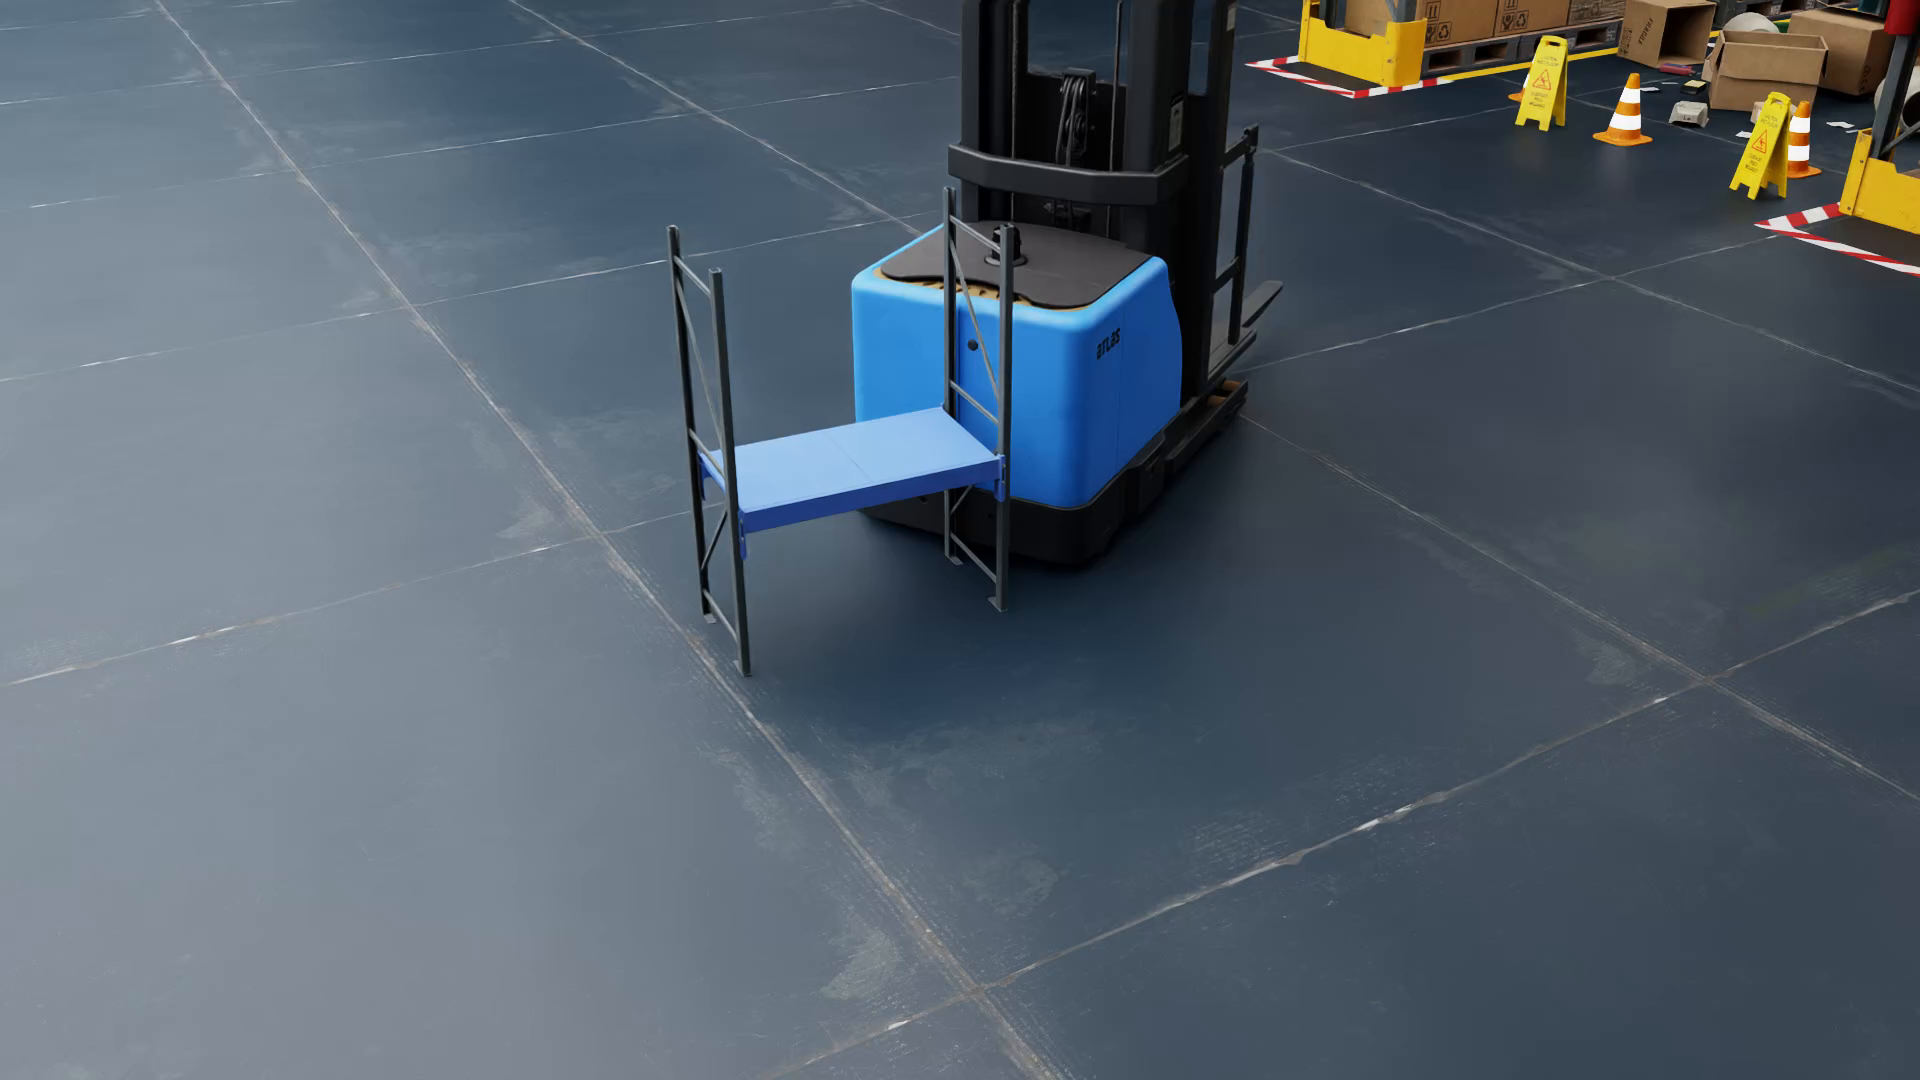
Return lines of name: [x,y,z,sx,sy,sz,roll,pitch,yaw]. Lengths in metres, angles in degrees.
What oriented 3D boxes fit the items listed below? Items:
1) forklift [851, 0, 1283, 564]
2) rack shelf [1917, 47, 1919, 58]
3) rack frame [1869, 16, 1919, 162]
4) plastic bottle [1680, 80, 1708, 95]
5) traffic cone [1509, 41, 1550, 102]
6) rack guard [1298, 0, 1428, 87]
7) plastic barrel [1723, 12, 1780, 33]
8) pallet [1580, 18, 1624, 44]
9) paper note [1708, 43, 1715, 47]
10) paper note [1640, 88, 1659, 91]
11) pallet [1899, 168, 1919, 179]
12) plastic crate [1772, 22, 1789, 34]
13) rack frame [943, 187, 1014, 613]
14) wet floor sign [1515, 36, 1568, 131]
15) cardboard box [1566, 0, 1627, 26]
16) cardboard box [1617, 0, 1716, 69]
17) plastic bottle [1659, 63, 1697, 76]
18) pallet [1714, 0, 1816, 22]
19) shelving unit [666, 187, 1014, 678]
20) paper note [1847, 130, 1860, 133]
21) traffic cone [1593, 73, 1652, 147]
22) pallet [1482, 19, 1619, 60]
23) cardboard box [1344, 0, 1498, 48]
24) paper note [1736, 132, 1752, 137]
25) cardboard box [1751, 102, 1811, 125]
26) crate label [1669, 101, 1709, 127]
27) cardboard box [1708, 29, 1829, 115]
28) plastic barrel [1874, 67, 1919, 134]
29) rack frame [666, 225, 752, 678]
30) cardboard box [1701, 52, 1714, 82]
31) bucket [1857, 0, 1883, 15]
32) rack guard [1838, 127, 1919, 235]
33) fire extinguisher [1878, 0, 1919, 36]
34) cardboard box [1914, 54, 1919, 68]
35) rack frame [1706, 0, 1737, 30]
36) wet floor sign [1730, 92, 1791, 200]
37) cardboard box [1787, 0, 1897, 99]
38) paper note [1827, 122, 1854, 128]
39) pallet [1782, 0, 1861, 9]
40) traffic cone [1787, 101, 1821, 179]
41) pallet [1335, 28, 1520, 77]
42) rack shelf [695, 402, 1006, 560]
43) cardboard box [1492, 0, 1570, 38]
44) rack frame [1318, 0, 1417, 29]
forklift: [0.697,-1.873,7.111,1.130,2.935,3.031,14,32,24]
rack shelf: [7.638,-3.356,10.471,4.000,0.370,1.077,-16,33,-26]
rack frame: [5.913,-3.181,9.410,0.127,3.000,1.000,-16,33,-26]
plastic bottle: [5.843,-3.606,13.220,0.133,0.061,0.283,22,36,34]
traffic cone: [4.496,-3.646,12.878,0.334,0.463,0.336,-16,33,-26]
rack guard: [3.298,-4.118,13.695,0.348,0.500,1.175,-16,33,-26]
plastic barrel: [6.566,-4.153,13.837,0.421,0.421,0.512,5,29,8]
pallet: [6.072,-4.823,15.272,1.213,0.211,1.003,-16,33,-26]
paper note: [6.646,-4.356,14.612,0.147,0.020,0.142,10,30,17]
paper note: [5.495,-3.584,13.215,0.142,0.017,0.144,-5,29,-9]
pallet: [6.697,-2.163,10.451,1.213,0.211,1.003,-16,33,-26]
plastic crate: [7.281,-4.404,14.476,0.662,0.188,0.450,0,19,0]
rack frame: [0.060,-0.492,6.090,0.032,1.500,0.500,-13,31,-22]
wet floor sign: [4.297,-3.356,12.163,0.232,0.644,0.267,-22,36,-35]
cardboard box: [5.414,-5.104,14.659,0.875,0.875,0.875,-16,33,-26]
cardboard box: [5.949,-4.297,14.016,0.500,0.500,0.500,-10,30,-18]
plastic bottle: [5.936,-3.878,13.713,0.283,0.061,0.133,22,36,34]
pallet: [7.394,-5.197,15.949,1.213,0.211,1.003,-16,33,-26]
shelving unit: [-0.399,-0.387,5.899,1.048,1.500,0.538,-13,31,-22]
paper note: [6.528,-2.988,12.155,0.123,0.001,0.032,-16,33,-26]
traffic cone: [4.775,-3.092,11.875,0.334,0.463,0.336,-16,33,-26]
pallet: [5.019,-4.523,14.727,1.213,0.211,1.003,-16,33,-26]
cardboard box: [3.870,-4.666,13.864,0.875,0.875,0.875,-16,33,-26]
paper note: [5.720,-2.942,12.049,0.148,0.019,0.142,22,36,34]
cardboard box: [6.019,-3.095,12.205,0.250,0.149,0.380,0,29,0]
crate label: [5.421,-3.168,12.349,0.250,0.136,0.298,15,32,26]
cardboard box: [6.145,-3.573,12.703,0.797,0.503,0.637,10,30,17]
plastic barrel: [6.927,-3.190,12.092,0.421,0.421,0.512,5,29,8]
rack frame: [-0.858,-0.281,5.708,0.032,1.500,0.500,-13,31,-22]
cardboard box: [6.218,-3.813,13.384,0.258,0.266,0.396,-10,30,-18]
bucket: [7.818,-4.436,13.499,0.620,0.611,0.726,4,28,-14]
rack guard: [5.979,-2.106,10.048,0.348,0.500,1.175,-16,33,-26]
fire extinguisher: [5.581,-3.311,9.726,0.183,0.674,0.296,-16,33,-26]
cardboard box: [7.572,-3.658,13.104,0.258,0.266,0.396,10,30,17]
rack frame: [6.767,-6.198,14.876,0.127,3.000,1.000,-16,33,-26]
wet floor sign: [5.207,-2.550,10.702,0.232,0.644,0.267,-5,29,-9]
cardboard box: [6.947,-3.865,13.092,0.503,0.637,0.797,-16,33,-26]
paper note: [6.528,-3.082,12.316,0.142,0.019,0.148,-5,29,-9]
pallet: [8.447,-5.498,16.494,1.213,0.211,1.003,-16,33,-26]
traffic cone: [5.631,-2.713,11.188,0.334,0.463,0.336,-16,33,-26]
pallet: [3.968,-4.226,14.189,1.213,0.211,1.003,-16,33,-26]
rack shelf: [-0.399,-0.229,5.986,1.000,0.185,0.538,-13,31,-22]
cardboard box: [4.627,-4.882,14.256,0.875,0.875,0.875,-16,33,-27]
rack frame: [3.318,-5.219,13.102,0.127,3.000,1.000,-16,33,-26]
